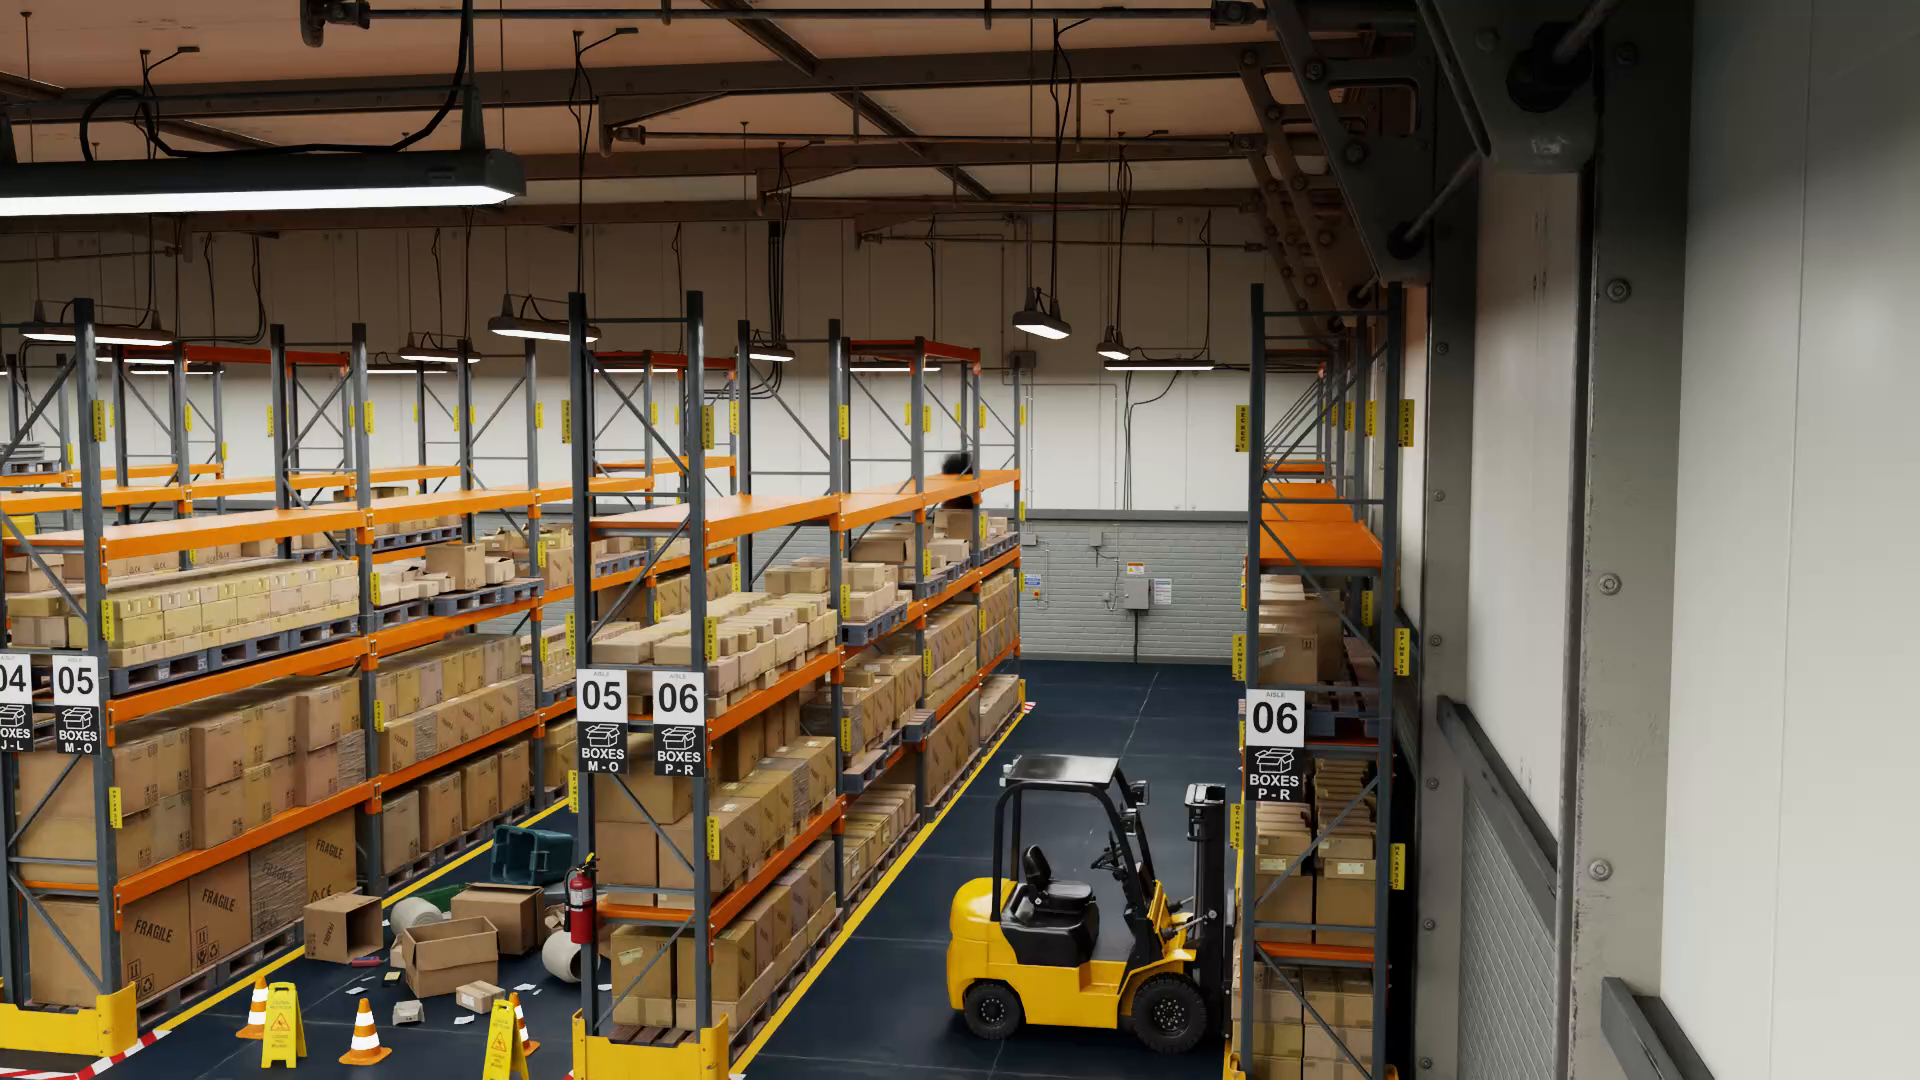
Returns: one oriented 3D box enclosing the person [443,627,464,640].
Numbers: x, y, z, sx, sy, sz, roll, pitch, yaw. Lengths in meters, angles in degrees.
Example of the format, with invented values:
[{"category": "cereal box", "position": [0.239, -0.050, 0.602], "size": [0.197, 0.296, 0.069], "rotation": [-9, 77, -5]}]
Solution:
[{"category": "person", "position": [-7.988, 2.115, 26.535], "size": [0.675, 1.803, 1.023], "rotation": [0, 5, 5]}]
